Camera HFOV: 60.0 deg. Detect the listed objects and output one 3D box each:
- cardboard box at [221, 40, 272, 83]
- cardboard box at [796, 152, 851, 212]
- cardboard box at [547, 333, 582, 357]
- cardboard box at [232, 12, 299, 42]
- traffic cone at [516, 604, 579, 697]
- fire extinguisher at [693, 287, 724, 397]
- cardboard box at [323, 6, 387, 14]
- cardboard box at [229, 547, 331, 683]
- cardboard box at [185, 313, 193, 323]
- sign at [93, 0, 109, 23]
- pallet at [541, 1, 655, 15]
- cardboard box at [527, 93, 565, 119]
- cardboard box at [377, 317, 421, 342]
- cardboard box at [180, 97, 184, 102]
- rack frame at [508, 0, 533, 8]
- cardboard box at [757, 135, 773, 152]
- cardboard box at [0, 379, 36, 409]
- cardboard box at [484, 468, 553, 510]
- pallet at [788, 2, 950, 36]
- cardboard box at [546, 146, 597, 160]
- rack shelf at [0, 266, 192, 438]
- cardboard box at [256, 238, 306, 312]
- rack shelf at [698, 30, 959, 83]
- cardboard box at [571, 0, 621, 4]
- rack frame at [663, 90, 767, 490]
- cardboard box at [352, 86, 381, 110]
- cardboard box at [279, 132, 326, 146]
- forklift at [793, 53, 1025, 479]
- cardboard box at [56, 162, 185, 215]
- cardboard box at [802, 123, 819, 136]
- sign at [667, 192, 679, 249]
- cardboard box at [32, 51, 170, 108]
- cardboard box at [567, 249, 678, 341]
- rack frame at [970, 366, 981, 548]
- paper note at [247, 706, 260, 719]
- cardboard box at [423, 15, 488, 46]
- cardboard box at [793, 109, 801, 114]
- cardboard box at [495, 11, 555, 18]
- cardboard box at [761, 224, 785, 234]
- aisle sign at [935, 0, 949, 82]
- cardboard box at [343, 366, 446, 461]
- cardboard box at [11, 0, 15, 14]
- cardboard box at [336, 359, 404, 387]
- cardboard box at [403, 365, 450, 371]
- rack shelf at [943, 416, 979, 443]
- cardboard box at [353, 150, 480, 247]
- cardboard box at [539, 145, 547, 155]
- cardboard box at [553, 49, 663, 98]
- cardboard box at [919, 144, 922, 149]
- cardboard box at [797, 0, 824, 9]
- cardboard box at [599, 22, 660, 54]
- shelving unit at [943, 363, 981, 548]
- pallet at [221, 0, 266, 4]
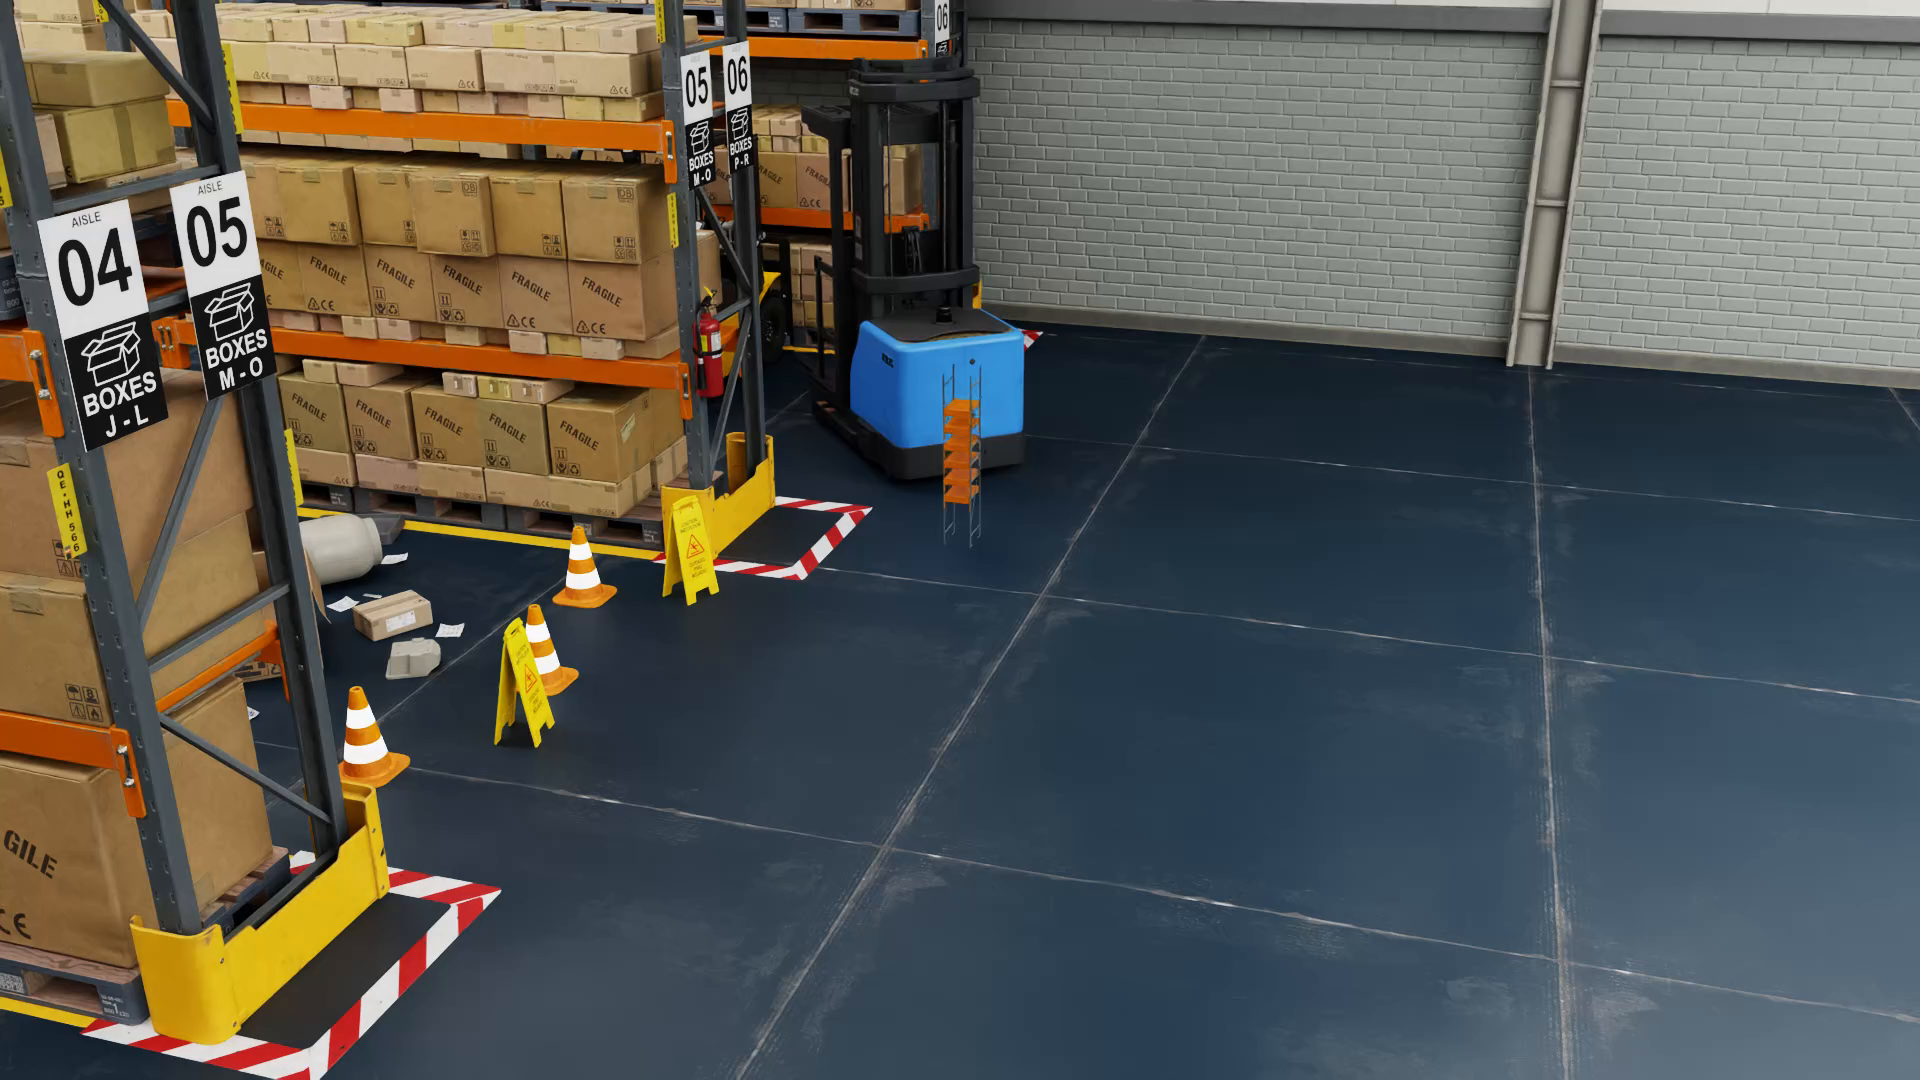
[{"bbox_3d":[-4.554,-3.151,10.853,0.500,0.250,0.500,6,23,15],"label":"cardboard box"},{"bbox_3d":[-1.174,-3.326,15.295,0.500,0.500,0.500,7,23,17],"label":"cardboard box"},{"bbox_3d":[-2.497,-1.328,10.886,0.250,0.149,0.380,6,23,15],"label":"cardboard box"},{"bbox_3d":[-4.434,-3.295,10.677,0.250,0.149,0.380,6,23,15],"label":"cardboard box"},{"bbox_3d":[-2.343,0.578,9.250,0.334,0.463,0.336,7,23,16],"label":"traffic cone"},{"bbox_3d":[-1.587,-1.242,10.446,0.183,0.674,0.296,7,23,16],"label":"fire extinguisher"},{"bbox_3d":[-4.024,-3.472,11.111,0.250,0.149,0.380,6,23,14],"label":"cardboard box"},{"bbox_3d":[-3.976,0.425,9.571,0.637,0.503,0.797,-9,24,-21],"label":"cardboard box"},{"bbox_3d":[-5.184,-1.629,11.619,0.250,0.149,0.380,6,23,15],"label":"cardboard box"},{"bbox_3d":[-5.550,-3.503,10.705,0.005,0.325,0.100,7,23,16],"label":"sign"},{"bbox_3d":[-3.138,-4.962,15.580,1.213,0.211,1.003,7,23,16],"label":"pallet"},{"bbox_3d":[-2.478,-2.723,10.335,0.250,0.149,0.380,7,23,17],"label":"cardboard box"},{"bbox_3d":[-3.713,-1.468,11.226,0.250,0.149,0.380,6,23,15],"label":"cardboard box"},{"bbox_3d":[-4.931,-2.994,10.996,0.250,0.149,0.380,7,23,16],"label":"cardboard box"},{"bbox_3d":[-3.963,-6.475,15.199,0.127,3.000,1.000,7,23,16],"label":"rack frame"},{"bbox_3d":[-1.781,-3.676,15.292,0.250,0.149,0.380,7,23,16],"label":"cardboard box"},{"bbox_3d":[-3.794,-0.298,6.424,0.550,0.550,0.875,7,23,16],"label":"cardboard box"},{"bbox_3d":[-2.909,-0.430,11.436,0.500,0.250,0.500,7,23,16],"label":"cardboard box"},{"bbox_3d":[-0.803,-4.695,14.928,1.213,0.211,1.003,7,23,16],"label":"pallet"},{"bbox_3d":[-3.613,-3.603,15.968,0.500,0.500,0.500,6,23,14],"label":"cardboard box"},{"bbox_3d":[-4.811,-0.922,6.561,4.000,0.370,1.077,7,23,16],"label":"rack shelf"},{"bbox_3d":[-4.565,-1.884,11.386,0.500,0.500,0.500,6,23,15],"label":"cardboard box"},{"bbox_3d":[-2.048,-4.535,15.370,4.000,0.370,1.077,7,23,16],"label":"rack shelf"},{"bbox_3d":[-3.237,-5.107,15.248,0.500,0.311,0.500,7,23,17],"label":"cardboard box"},{"bbox_3d":[-1.563,-1.457,10.871,0.127,3.000,1.000,7,23,16],"label":"rack frame"},{"bbox_3d":[-3.687,-2.875,10.704,0.250,0.149,0.380,7,23,16],"label":"cardboard box"},{"bbox_3d":[-6.463,-4.044,16.714,0.500,0.250,0.500,6,23,14],"label":"cardboard box"},{"bbox_3d":[-0.565,-2.325,13.075,1.130,2.935,3.031,-9,24,-22],"label":"forklift"},{"bbox_3d":[-3.132,-1.314,6.214,0.250,0.149,0.380,7,23,16],"label":"cardboard box"},{"bbox_3d":[-1.257,-3.797,15.195,0.250,0.149,0.380,7,23,16],"label":"cardboard box"},{"bbox_3d":[-1.743,-1.940,10.105,0.005,0.325,0.100,7,23,16],"label":"sign"},{"bbox_3d":[-3.124,-1.681,6.059,0.250,0.149,0.380,7,23,16],"label":"cardboard box"},{"bbox_3d":[-2.162,-1.601,10.696,0.500,0.500,0.500,6,23,15],"label":"cardboard box"},{"bbox_3d":[0.101,-0.543,11.014,0.006,1.200,0.240,7,23,16],"label":"rack frame"},{"bbox_3d":[-3.867,0.942,8.935,0.142,0.017,0.144,16,27,34],"label":"paper note"},{"bbox_3d":[-3.161,-3.205,10.460,0.250,0.149,0.380,6,23,14],"label":"cardboard box"},{"bbox_3d":[-1.383,-3.977,15.634,0.250,0.149,0.380,7,23,17],"label":"cardboard box"},{"bbox_3d":[-2.796,-3.330,10.762,0.250,0.149,0.380,6,23,15],"label":"cardboard box"},{"bbox_3d":[-1.982,-2.938,16.233,0.500,0.250,0.500,6,23,14],"label":"cardboard box"},{"bbox_3d":[-0.155,-4.350,14.497,0.004,0.787,0.394,7,23,16],"label":"aisle sign"},{"bbox_3d":[-3.894,-0.890,11.570,0.500,0.500,0.500,8,24,18],"label":"cardboard box"},{"bbox_3d":[-6.968,-3.761,11.519,0.500,0.250,0.500,7,23,16],"label":"cardboard box"},{"bbox_3d":[-4.052,-1.183,11.428,0.250,0.149,0.380,8,24,19],"label":"cardboard box"},{"bbox_3d":[-3.773,-1.087,12.049,0.500,0.500,0.500,8,24,18],"label":"cardboard box"},{"bbox_3d":[0.014,-0.734,10.964,0.180,0.103,0.258,7,23,16],"label":"rack shelf"},{"bbox_3d":[-3.553,-2.262,10.992,0.500,0.500,0.700,6,23,15],"label":"cardboard box"},{"bbox_3d":[-4.374,-4.010,16.633,0.500,0.250,0.500,6,23,15],"label":"cardboard box"},{"bbox_3d":[-2.131,-2.872,10.171,0.500,0.250,0.500,6,23,15],"label":"cardboard box"},{"bbox_3d":[-0.383,-3.739,15.446,0.250,0.149,0.380,6,23,14],"label":"cardboard box"},{"bbox_3d":[-1.257,-4.836,14.646,0.258,0.266,0.396,7,23,16],"label":"cardboard box"},{"bbox_3d":[-1.972,-3.028,10.027,0.250,0.149,0.380,7,23,16],"label":"cardboard box"},{"bbox_3d":[0.014,-0.554,11.038,0.189,1.200,0.258,7,23,16],"label":"shelving unit"},{"bbox_3d":[-7.117,-5.397,16.771,1.003,0.211,1.213,8,24,18],"label":"pallet"}]
